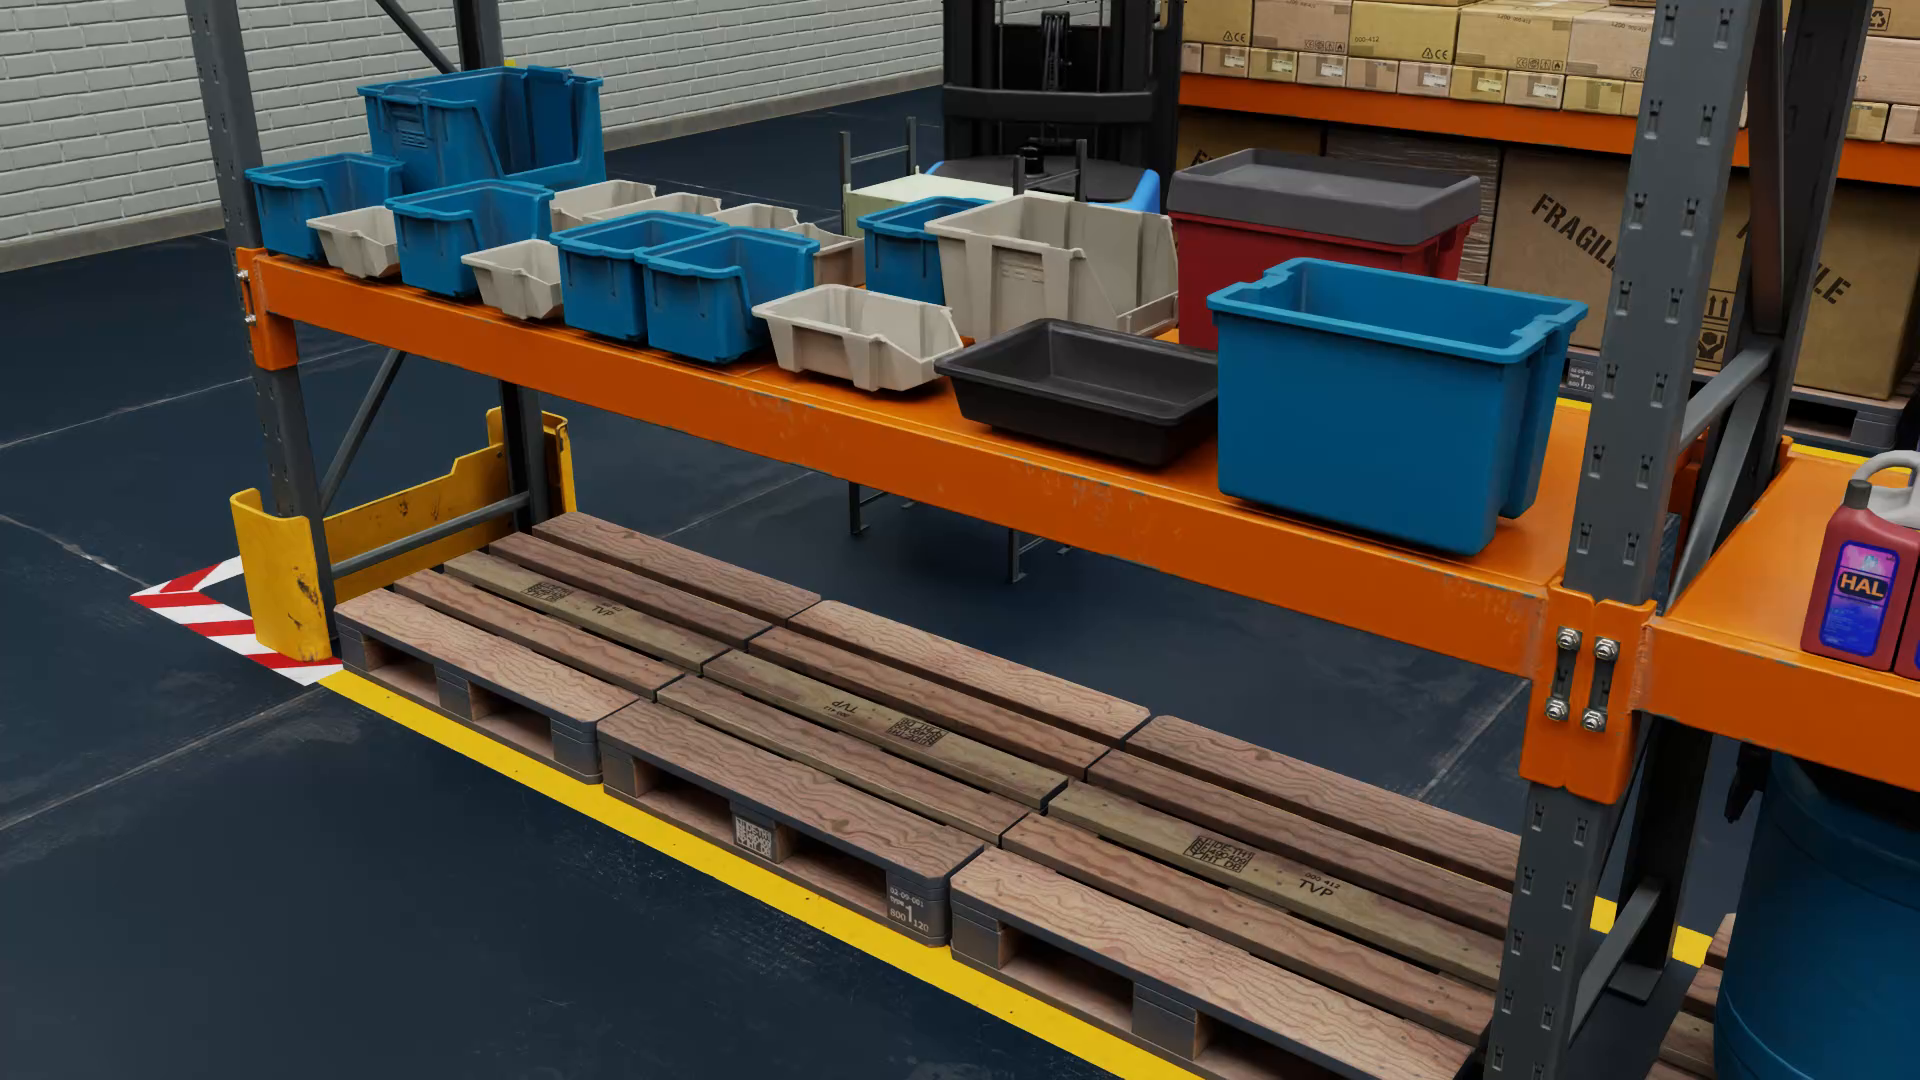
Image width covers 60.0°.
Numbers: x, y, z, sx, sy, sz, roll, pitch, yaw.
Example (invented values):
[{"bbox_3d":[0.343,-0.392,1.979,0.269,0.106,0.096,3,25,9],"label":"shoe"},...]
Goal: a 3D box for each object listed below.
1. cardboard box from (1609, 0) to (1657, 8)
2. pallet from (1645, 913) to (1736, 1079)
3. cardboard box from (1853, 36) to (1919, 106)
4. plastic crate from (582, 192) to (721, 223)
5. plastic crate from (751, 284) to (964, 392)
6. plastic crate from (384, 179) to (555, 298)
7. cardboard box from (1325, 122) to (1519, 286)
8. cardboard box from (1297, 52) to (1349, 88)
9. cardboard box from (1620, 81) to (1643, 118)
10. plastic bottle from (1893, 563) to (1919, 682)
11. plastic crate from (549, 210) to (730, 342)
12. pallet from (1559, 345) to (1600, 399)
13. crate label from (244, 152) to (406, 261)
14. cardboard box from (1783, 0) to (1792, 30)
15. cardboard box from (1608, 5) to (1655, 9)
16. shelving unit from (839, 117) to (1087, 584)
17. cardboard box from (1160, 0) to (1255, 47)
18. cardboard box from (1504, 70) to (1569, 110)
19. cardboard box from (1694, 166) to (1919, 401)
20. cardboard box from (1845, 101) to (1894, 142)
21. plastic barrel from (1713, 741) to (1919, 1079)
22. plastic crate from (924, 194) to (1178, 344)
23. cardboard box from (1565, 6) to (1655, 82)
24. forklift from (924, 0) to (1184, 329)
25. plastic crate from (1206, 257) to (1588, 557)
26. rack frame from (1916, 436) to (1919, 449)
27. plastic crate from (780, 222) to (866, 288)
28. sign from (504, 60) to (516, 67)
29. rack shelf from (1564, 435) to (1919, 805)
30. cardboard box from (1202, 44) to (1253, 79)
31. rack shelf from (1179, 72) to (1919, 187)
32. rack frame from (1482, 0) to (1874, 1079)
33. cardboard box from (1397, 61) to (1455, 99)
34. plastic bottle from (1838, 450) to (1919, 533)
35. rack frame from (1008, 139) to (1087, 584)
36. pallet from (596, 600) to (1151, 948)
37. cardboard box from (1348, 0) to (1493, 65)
[{"bbox_3d":[3.288,-2.680,7.500,0.500,0.500,0.500,16,28,32],"label":"cardboard box"},{"bbox_3d":[1.948,1.249,3.154,1.213,0.211,1.003,17,29,33],"label":"pallet"},{"bbox_3d":[3.815,-1.915,6.693,0.500,0.250,0.500,16,29,32],"label":"cardboard box"},{"bbox_3d":[-0.861,-0.888,4.798,0.243,0.136,0.396,17,29,33],"label":"plastic crate"},{"bbox_3d":[-0.218,-0.458,3.823,0.466,0.136,0.293,17,29,33],"label":"plastic crate"},{"bbox_3d":[-1.318,-0.820,4.525,0.300,0.233,0.416,17,29,33],"label":"plastic crate"},{"bbox_3d":[2.414,-1.664,8.420,0.875,0.875,0.875,17,29,33],"label":"cardboard box"},{"bbox_3d":[1.832,-2.299,8.060,0.250,0.149,0.380,16,29,33],"label":"cardboard box"},{"bbox_3d":[3.062,-1.927,7.216,0.250,0.149,0.380,17,29,34],"label":"cardboard box"},{"bbox_3d":[1.500,0.084,2.483,0.133,0.283,0.061,17,29,33],"label":"plastic bottle"},{"bbox_3d":[-0.792,-0.661,4.164,0.300,0.233,0.416,17,29,33],"label":"plastic crate"},{"bbox_3d":[2.784,-1.053,8.379,1.213,0.211,1.003,17,29,33],"label":"pallet"},{"bbox_3d":[-1.845,-0.980,4.887,0.303,0.233,0.416,17,29,33],"label":"crate label"},{"bbox_3d":[3.399,-2.384,6.827,0.500,0.500,0.500,17,29,34],"label":"cardboard box"},{"bbox_3d":[3.294,-2.336,7.650,0.500,0.250,0.500,18,29,35],"label":"cardboard box"},{"bbox_3d":[0.005,-0.685,5.944,0.755,1.500,0.431,17,29,33],"label":"shelving unit"},{"bbox_3d":[1.347,-2.657,8.377,0.500,0.250,0.500,16,28,32],"label":"cardboard box"},{"bbox_3d":[2.654,-2.051,7.497,0.250,0.149,0.380,17,29,34],"label":"cardboard box"},{"bbox_3d":[3.846,-1.231,7.438,0.875,0.875,0.875,17,29,33],"label":"cardboard box"},{"bbox_3d":[3.679,-1.741,6.792,0.250,0.149,0.380,17,29,34],"label":"cardboard box"},{"bbox_3d":[1.781,0.678,3.073,0.708,0.901,0.600,17,29,33],"label":"plastic barrel"},{"bbox_3d":[0.244,-0.629,4.031,0.530,0.282,0.437,17,29,33],"label":"plastic crate"},{"bbox_3d":[2.991,-2.163,7.256,0.500,0.250,0.500,18,29,34],"label":"cardboard box"},{"bbox_3d":[0.513,-2.300,7.835,1.130,2.935,3.031,5,24,10],"label":"forklift"},{"bbox_3d":[0.777,-0.250,3.044,0.575,0.384,0.392,17,29,33],"label":"plastic crate"},{"bbox_3d":[4.326,-1.826,6.673,0.127,3.000,1.000,17,29,33],"label":"rack frame"},{"bbox_3d":[-0.375,-0.763,4.514,0.250,0.136,0.298,17,29,33],"label":"plastic crate"},{"bbox_3d":[-1.528,-1.451,5.620,0.005,0.325,0.100,17,29,33],"label":"sign"},{"bbox_3d":[2.956,0.585,2.093,4.000,0.370,1.077,17,29,33],"label":"rack shelf"},{"bbox_3d":[1.418,-2.424,8.343,0.250,0.149,0.380,16,29,33],"label":"cardboard box"},{"bbox_3d":[2.726,-1.980,7.916,4.000,0.370,1.077,17,29,33],"label":"rack shelf"},{"bbox_3d":[1.355,-0.227,3.046,0.127,3.000,1.000,17,29,33],"label":"rack frame"},{"bbox_3d":[2.242,-2.175,7.779,0.250,0.149,0.380,16,29,33],"label":"cardboard box"},{"bbox_3d":[1.475,-0.005,2.603,0.185,0.351,0.144,17,29,33],"label":"plastic bottle"},{"bbox_3d":[0.298,-0.596,5.743,0.023,1.500,0.400,17,29,33],"label":"rack frame"},{"bbox_3d":[-0.237,0.588,4.653,1.213,0.211,1.003,17,29,33],"label":"pallet"},{"bbox_3d":[2.167,-2.411,7.819,0.500,0.250,0.500,16,28,32],"label":"cardboard box"}]
